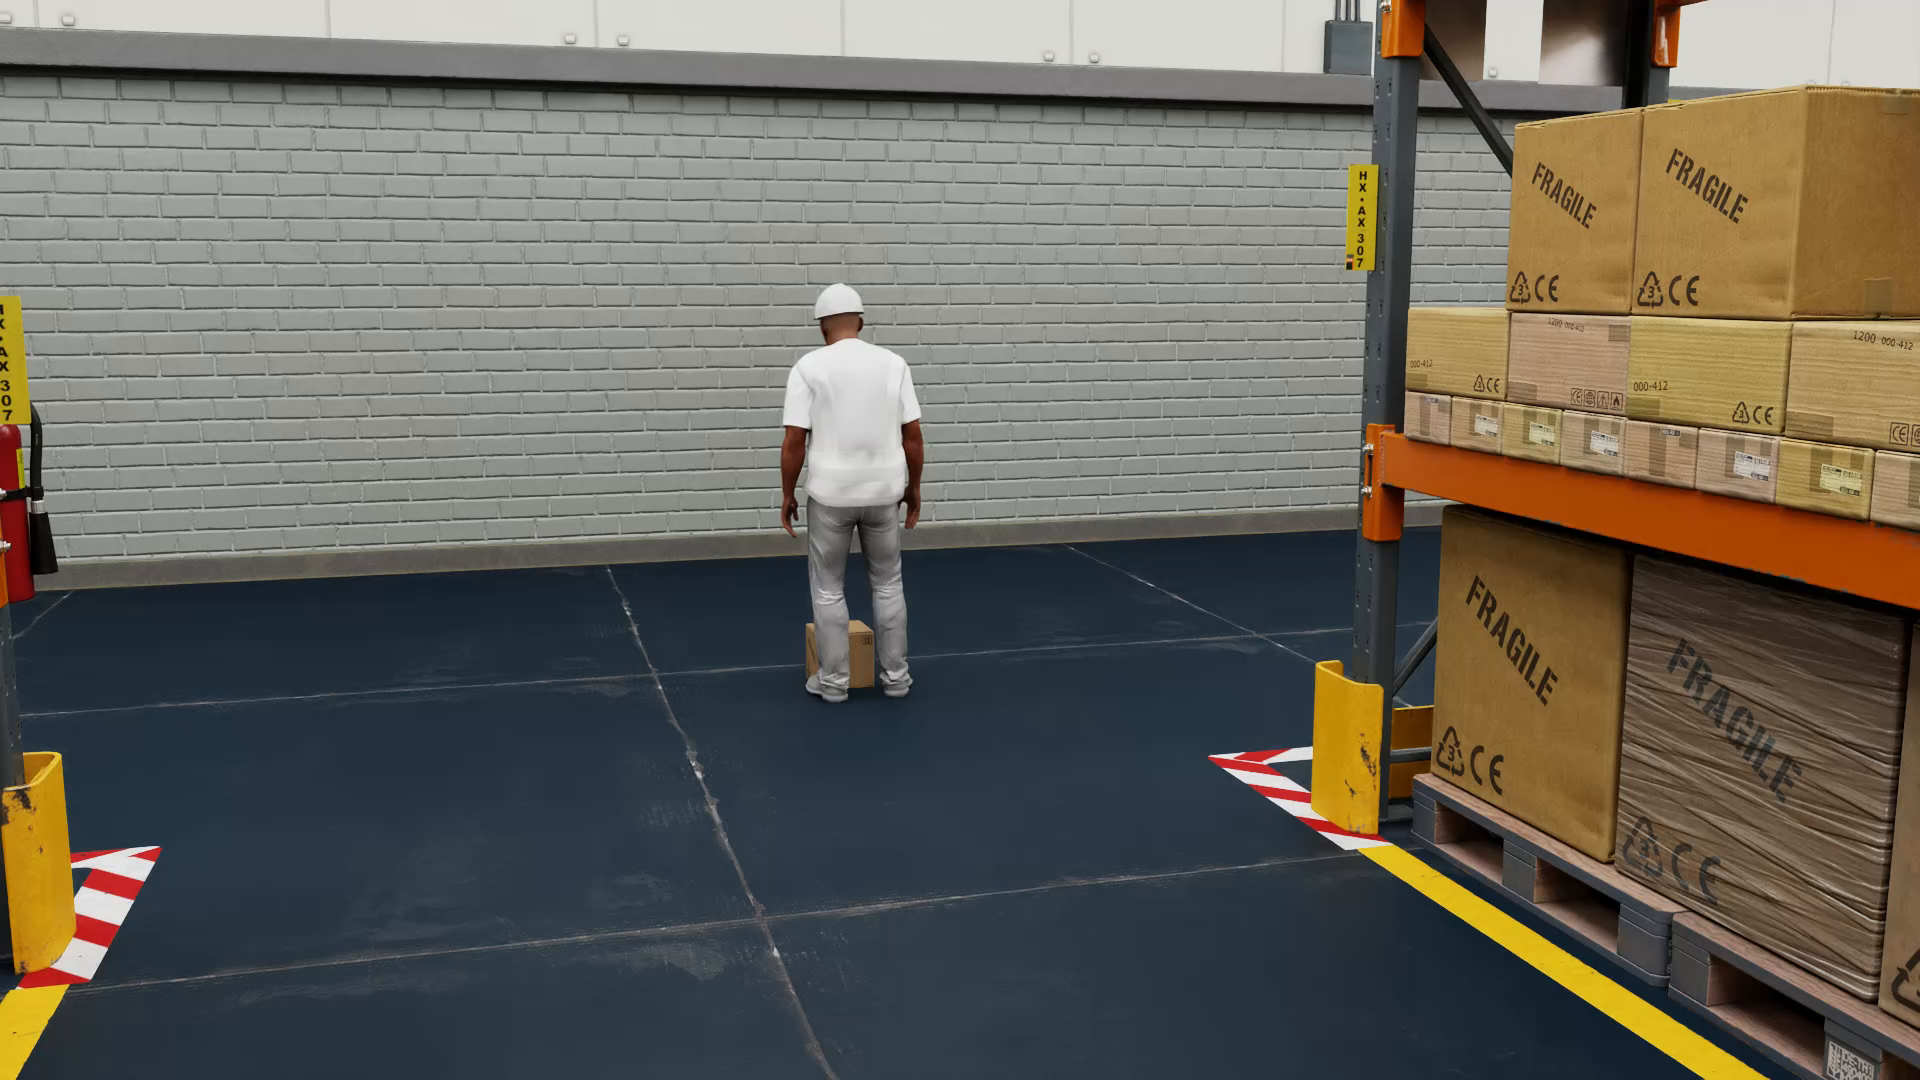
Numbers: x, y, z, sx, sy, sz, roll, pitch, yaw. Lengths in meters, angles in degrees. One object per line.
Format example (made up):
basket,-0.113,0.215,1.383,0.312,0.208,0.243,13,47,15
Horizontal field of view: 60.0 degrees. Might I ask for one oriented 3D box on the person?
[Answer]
person,-0.461,-0.199,7.050,0.628,1.759,0.462,-3,10,-19
